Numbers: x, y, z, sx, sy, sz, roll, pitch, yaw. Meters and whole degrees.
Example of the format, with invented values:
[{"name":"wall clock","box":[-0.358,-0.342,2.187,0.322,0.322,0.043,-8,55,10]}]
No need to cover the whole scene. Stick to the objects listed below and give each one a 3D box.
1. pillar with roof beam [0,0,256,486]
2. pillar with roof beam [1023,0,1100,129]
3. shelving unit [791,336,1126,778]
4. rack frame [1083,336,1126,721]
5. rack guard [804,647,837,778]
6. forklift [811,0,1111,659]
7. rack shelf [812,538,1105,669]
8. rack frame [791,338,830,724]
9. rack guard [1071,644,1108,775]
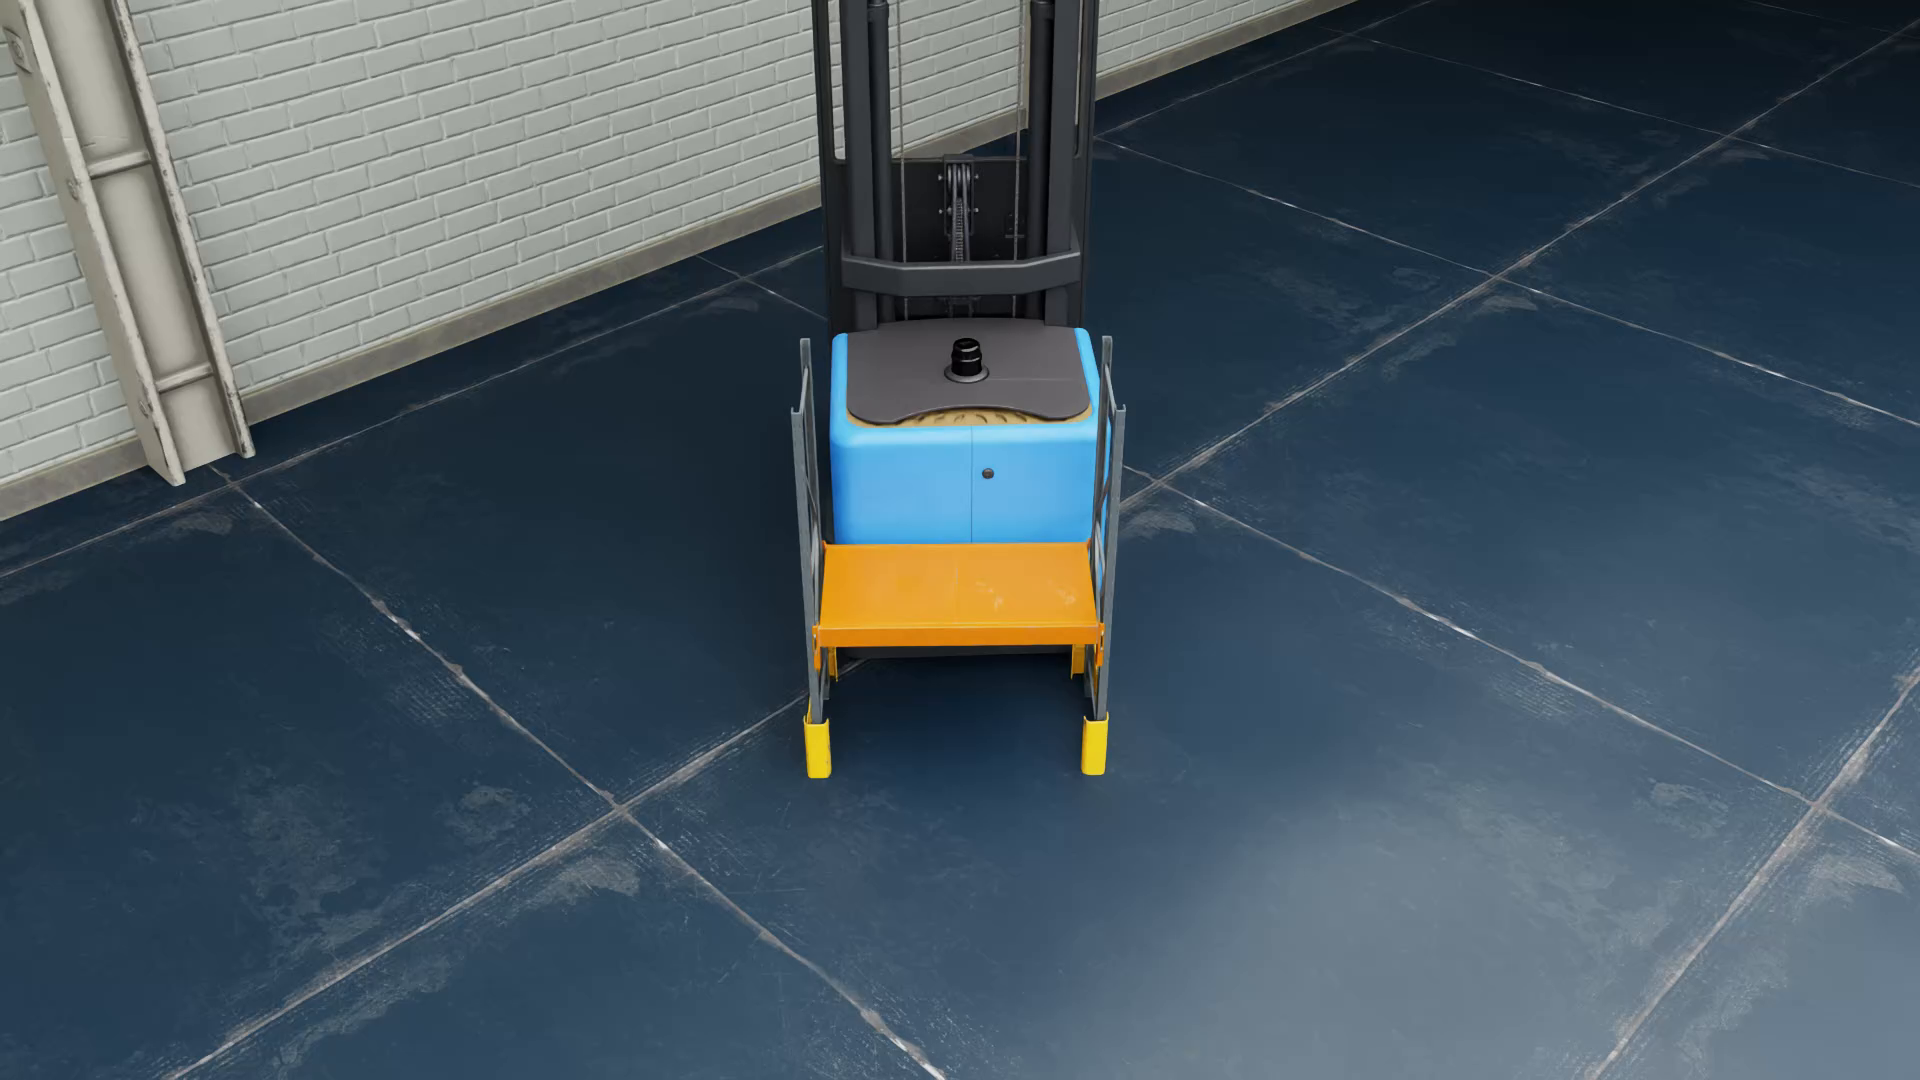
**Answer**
[{"name":"pillar with roof beam","box":[-0.505,-2.341,2.740,9.100,9.000,0.400,30,45,35]},{"name":"pillar with roof beam","box":[3.723,-4.777,6.233,9.100,9.000,0.400,30,45,35]},{"name":"shelving unit","box":[-0.018,0.074,5.833,1.083,1.500,0.587,-1,35,-1]},{"name":"rack frame","box":[0.500,0.069,5.840,0.032,1.500,0.500,-1,35,-1]},{"name":"rack guard","box":[-0.516,0.591,6.184,0.087,0.250,0.587,-1,35,-1]},{"name":"forklift","box":[-0.030,-1.558,6.921,1.130,2.935,3.031,-2,35,-2]},{"name":"rack shelf","box":[-0.009,0.221,5.936,1.000,0.185,0.538,-1,35,-1]},{"name":"rack frame","box":[-0.517,0.078,5.827,0.032,1.500,0.500,-1,35,-1]},{"name":"rack guard","box":[0.480,0.582,6.198,0.087,0.250,0.587,-1,35,-1]}]
